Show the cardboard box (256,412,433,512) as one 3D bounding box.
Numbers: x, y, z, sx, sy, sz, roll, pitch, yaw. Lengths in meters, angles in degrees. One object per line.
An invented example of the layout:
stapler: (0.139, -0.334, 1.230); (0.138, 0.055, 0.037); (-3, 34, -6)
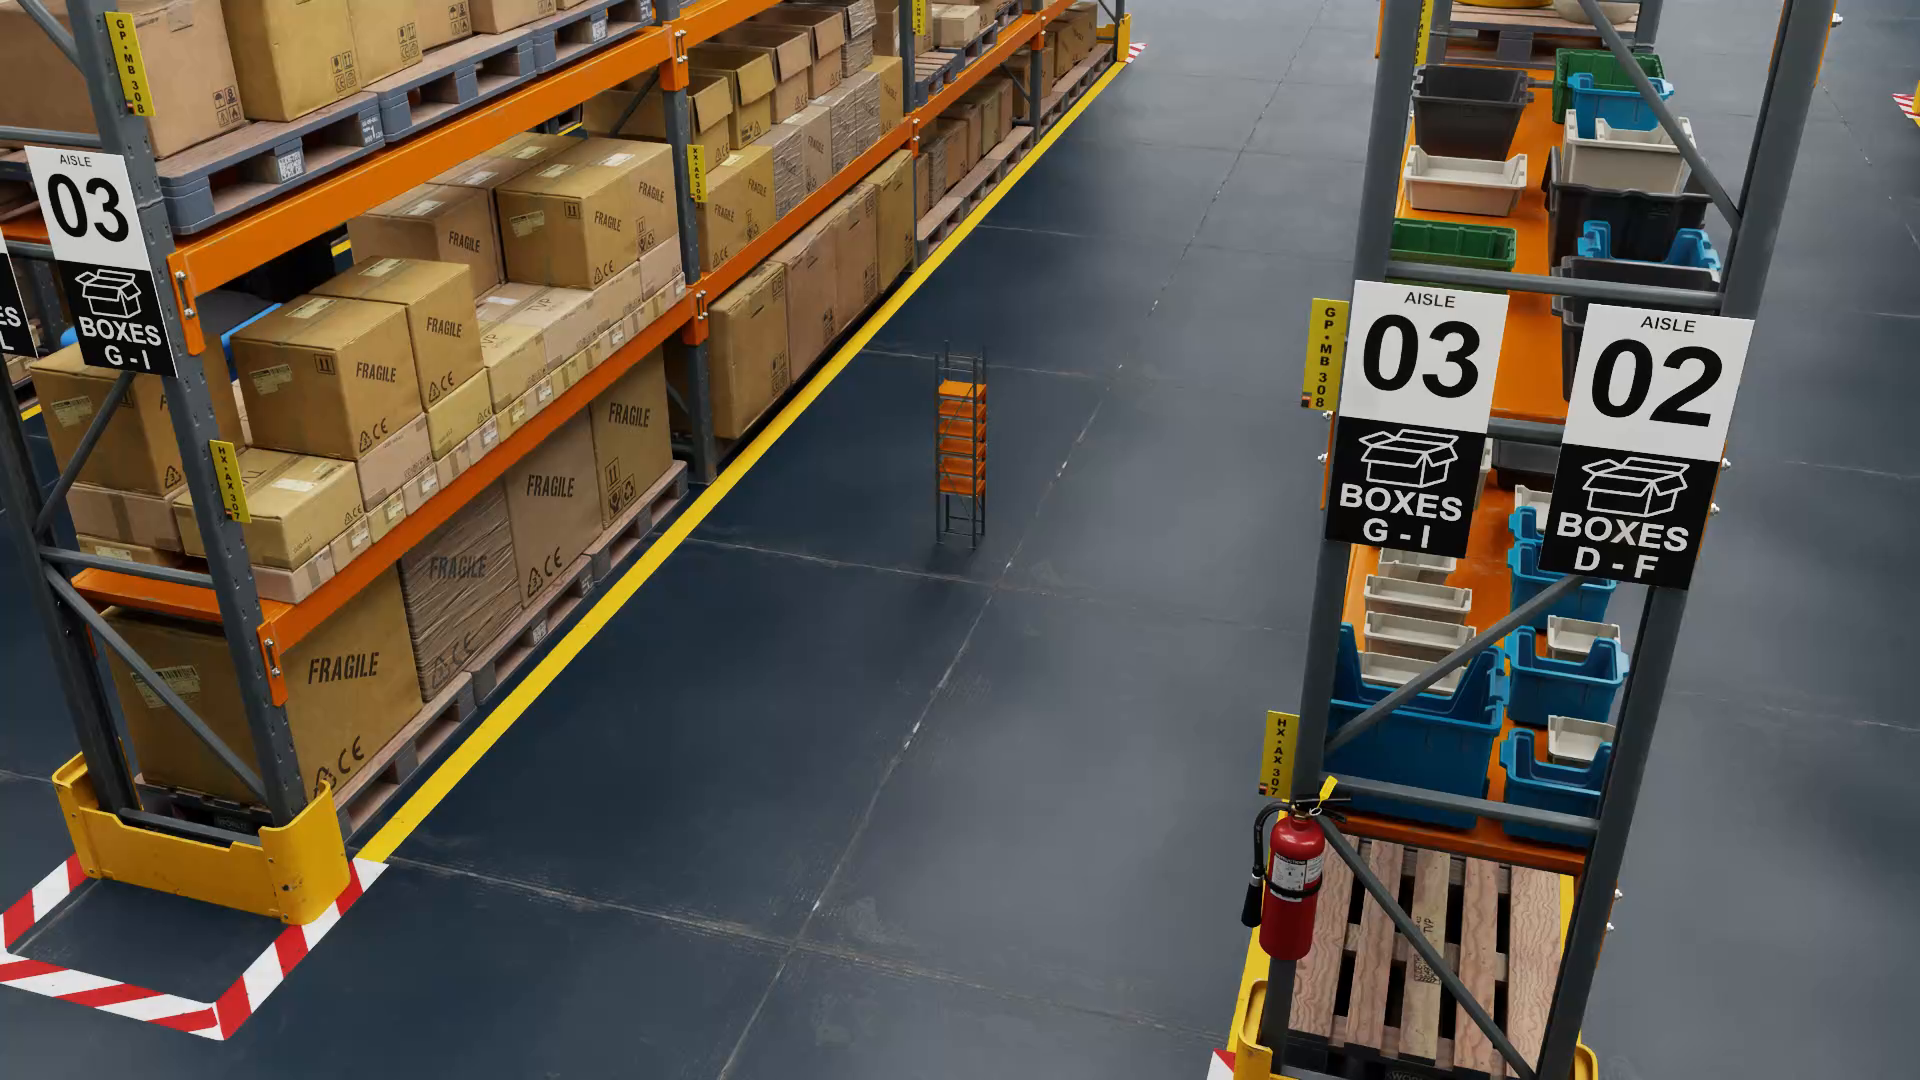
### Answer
cardboard box: (-2.648, -0.372, 7.182); (0.500, 0.250, 0.500); (8, 30, 14)

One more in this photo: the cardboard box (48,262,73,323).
cardboard box: (-6.261, -1.891, 12.203); (0.500, 0.500, 0.500); (10, 31, 17)

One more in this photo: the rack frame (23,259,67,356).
rack frame: (-6.731, -2.494, 11.148); (1.000, 3.000, 0.127); (8, 30, 15)

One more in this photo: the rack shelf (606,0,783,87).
rack shelf: (-1.433, -3.665, 10.908); (1.077, 0.370, 4.000); (8, 30, 15)

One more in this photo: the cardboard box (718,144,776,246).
cardboard box: (-1.499, -2.195, 10.508); (0.500, 0.500, 0.500); (9, 30, 15)

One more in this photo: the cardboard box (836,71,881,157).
cardboard box: (-0.905, -3.147, 12.218); (0.500, 0.500, 0.500); (8, 30, 14)

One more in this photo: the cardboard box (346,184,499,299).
cardboard box: (-2.705, -1.475, 8.394); (0.500, 0.500, 0.500); (8, 30, 13)

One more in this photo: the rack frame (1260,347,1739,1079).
rack frame: (1.541, 0.826, 5.180); (1.000, 3.000, 0.127); (8, 30, 15)

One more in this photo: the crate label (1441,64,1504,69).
crate label: (2.295, -2.042, 7.521); (0.293, 0.136, 0.466); (8, 30, 15)

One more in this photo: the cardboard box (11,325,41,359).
cardboard box: (-6.520, -1.370, 11.322); (0.380, 0.149, 0.250); (9, 30, 16)

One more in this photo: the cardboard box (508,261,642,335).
cardboard box: (-2.048, -1.321, 8.887); (0.500, 0.250, 0.500); (9, 30, 16)

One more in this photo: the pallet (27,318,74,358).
pallet: (-6.504, -1.638, 12.477); (1.003, 0.211, 1.213); (8, 30, 15)

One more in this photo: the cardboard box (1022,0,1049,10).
cardboard box: (0.679, -5.405, 16.638); (0.380, 0.149, 0.250); (8, 30, 15)

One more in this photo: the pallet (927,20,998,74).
pallet: (-0.304, -4.440, 14.844); (1.003, 0.211, 1.213); (8, 30, 15)

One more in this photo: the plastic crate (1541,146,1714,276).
plastic crate: (2.252, -1.128, 5.671); (0.504, 0.338, 0.767); (8, 30, 15)

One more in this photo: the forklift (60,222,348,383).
forklift: (-4.435, -2.181, 10.655); (1.130, 2.935, 3.031); (7, 30, 12)

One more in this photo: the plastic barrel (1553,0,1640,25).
plastic barrel: (3.109, -2.795, 8.032); (0.433, 0.535, 0.433); (0, 29, 0)

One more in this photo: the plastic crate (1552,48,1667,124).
plastic crate: (2.880, -2.011, 7.412); (0.450, 0.188, 0.662); (8, 30, 15)

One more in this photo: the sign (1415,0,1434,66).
sign: (2.190, -2.427, 7.932); (0.100, 0.325, 0.005); (8, 30, 15)

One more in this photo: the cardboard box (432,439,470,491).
cardboard box: (-2.474, -0.367, 7.582); (0.380, 0.149, 0.250); (8, 30, 14)

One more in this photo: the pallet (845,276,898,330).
pallet: (-1.149, -2.024, 13.172); (1.003, 0.211, 1.213); (8, 30, 15)

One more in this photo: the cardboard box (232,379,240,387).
cardboard box: (-3.007, -0.680, 7.736); (0.500, 0.250, 0.500); (7, 30, 13)

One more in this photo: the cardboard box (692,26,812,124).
cardboard box: (-1.460, -3.128, 11.153); (0.797, 0.503, 0.637); (9, 30, 16)

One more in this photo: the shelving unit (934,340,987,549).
shelving unit: (0.004, -0.531, 9.470); (0.258, 1.200, 0.189); (8, 30, 15)

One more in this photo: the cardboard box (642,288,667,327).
cardboard box: (-1.871, -1.321, 9.298); (0.380, 0.149, 0.250); (9, 30, 16)

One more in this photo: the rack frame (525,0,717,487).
rack frame: (-2.020, -1.740, 9.792); (1.000, 3.000, 0.127); (8, 30, 15)

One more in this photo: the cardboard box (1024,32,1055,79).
cardboard box: (0.752, -5.296, 18.323); (0.500, 0.500, 0.500); (6, 30, 10)

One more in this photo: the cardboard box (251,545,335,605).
cardboard box: (-2.774, 0.111, 6.723); (0.380, 0.149, 0.250); (9, 30, 15)

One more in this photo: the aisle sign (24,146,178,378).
aisle sign: (-2.928, -0.940, 5.681); (0.394, 0.787, 0.004); (8, 30, 15)

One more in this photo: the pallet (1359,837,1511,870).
pallet: (2.180, 1.102, 7.552); (1.003, 0.211, 1.213); (8, 30, 15)

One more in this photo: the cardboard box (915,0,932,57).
cardboard box: (-0.657, -4.356, 13.960); (0.700, 0.500, 0.500); (13, 32, 22)

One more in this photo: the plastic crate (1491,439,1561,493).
plastic crate: (2.643, -0.380, 7.569); (0.437, 0.125, 0.590); (8, 30, 15)

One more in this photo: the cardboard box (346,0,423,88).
cardboard box: (-2.706, -2.203, 6.902); (0.700, 0.500, 0.500); (6, 30, 11)

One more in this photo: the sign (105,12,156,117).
sign: (-2.665, -1.526, 5.342); (0.100, 0.325, 0.005); (8, 30, 15)

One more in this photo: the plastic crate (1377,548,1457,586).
plastic crate: (1.834, 0.104, 6.686); (0.298, 0.136, 0.250); (8, 30, 15)

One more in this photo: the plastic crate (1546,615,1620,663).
plastic crate: (2.301, 0.395, 6.164); (0.250, 0.136, 0.298); (8, 30, 15)

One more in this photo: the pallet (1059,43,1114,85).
pallet: (1.208, -5.690, 19.761); (1.003, 0.211, 1.213); (8, 30, 15)

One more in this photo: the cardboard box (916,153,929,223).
cardboard box: (-0.668, -3.013, 14.199); (0.700, 0.500, 0.500); (7, 30, 12)

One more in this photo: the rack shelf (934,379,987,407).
rack shelf: (0.004, -0.807, 9.317); (0.258, 0.103, 0.180); (8, 30, 15)

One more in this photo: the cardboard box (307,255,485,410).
cardboard box: (-2.502, -0.931, 7.416); (0.500, 0.500, 0.500); (8, 30, 14)

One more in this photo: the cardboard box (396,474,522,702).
cardboard box: (-2.815, 0.133, 8.180); (0.875, 0.875, 0.875); (8, 30, 15)

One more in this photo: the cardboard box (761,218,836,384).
cardboard box: (-1.589, -1.710, 11.492); (1.225, 0.875, 0.875); (7, 30, 13)

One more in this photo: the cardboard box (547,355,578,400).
cardboard box: (-2.173, -0.844, 8.440); (0.380, 0.149, 0.250); (8, 30, 14)

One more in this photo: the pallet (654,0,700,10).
pallet: (-1.798, -3.400, 9.887); (0.805, 0.209, 1.217); (7, 30, 13)

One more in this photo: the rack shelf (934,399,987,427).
rack shelf: (0.004, -0.702, 9.375); (0.258, 0.103, 0.180); (8, 30, 15)

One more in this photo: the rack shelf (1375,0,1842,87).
rack shelf: (2.128, -2.236, 5.664); (1.077, 0.370, 4.000); (8, 30, 15)

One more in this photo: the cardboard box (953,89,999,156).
cardboard box: (-0.030, -4.056, 16.074); (0.700, 0.500, 0.500); (8, 30, 15)

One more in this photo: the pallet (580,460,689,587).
pallet: (-2.318, -0.179, 9.854); (1.003, 0.211, 1.213); (8, 30, 15)

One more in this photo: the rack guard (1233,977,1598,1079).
rack guard: (1.546, 1.931, 5.764); (1.175, 0.500, 0.348); (8, 30, 15)
